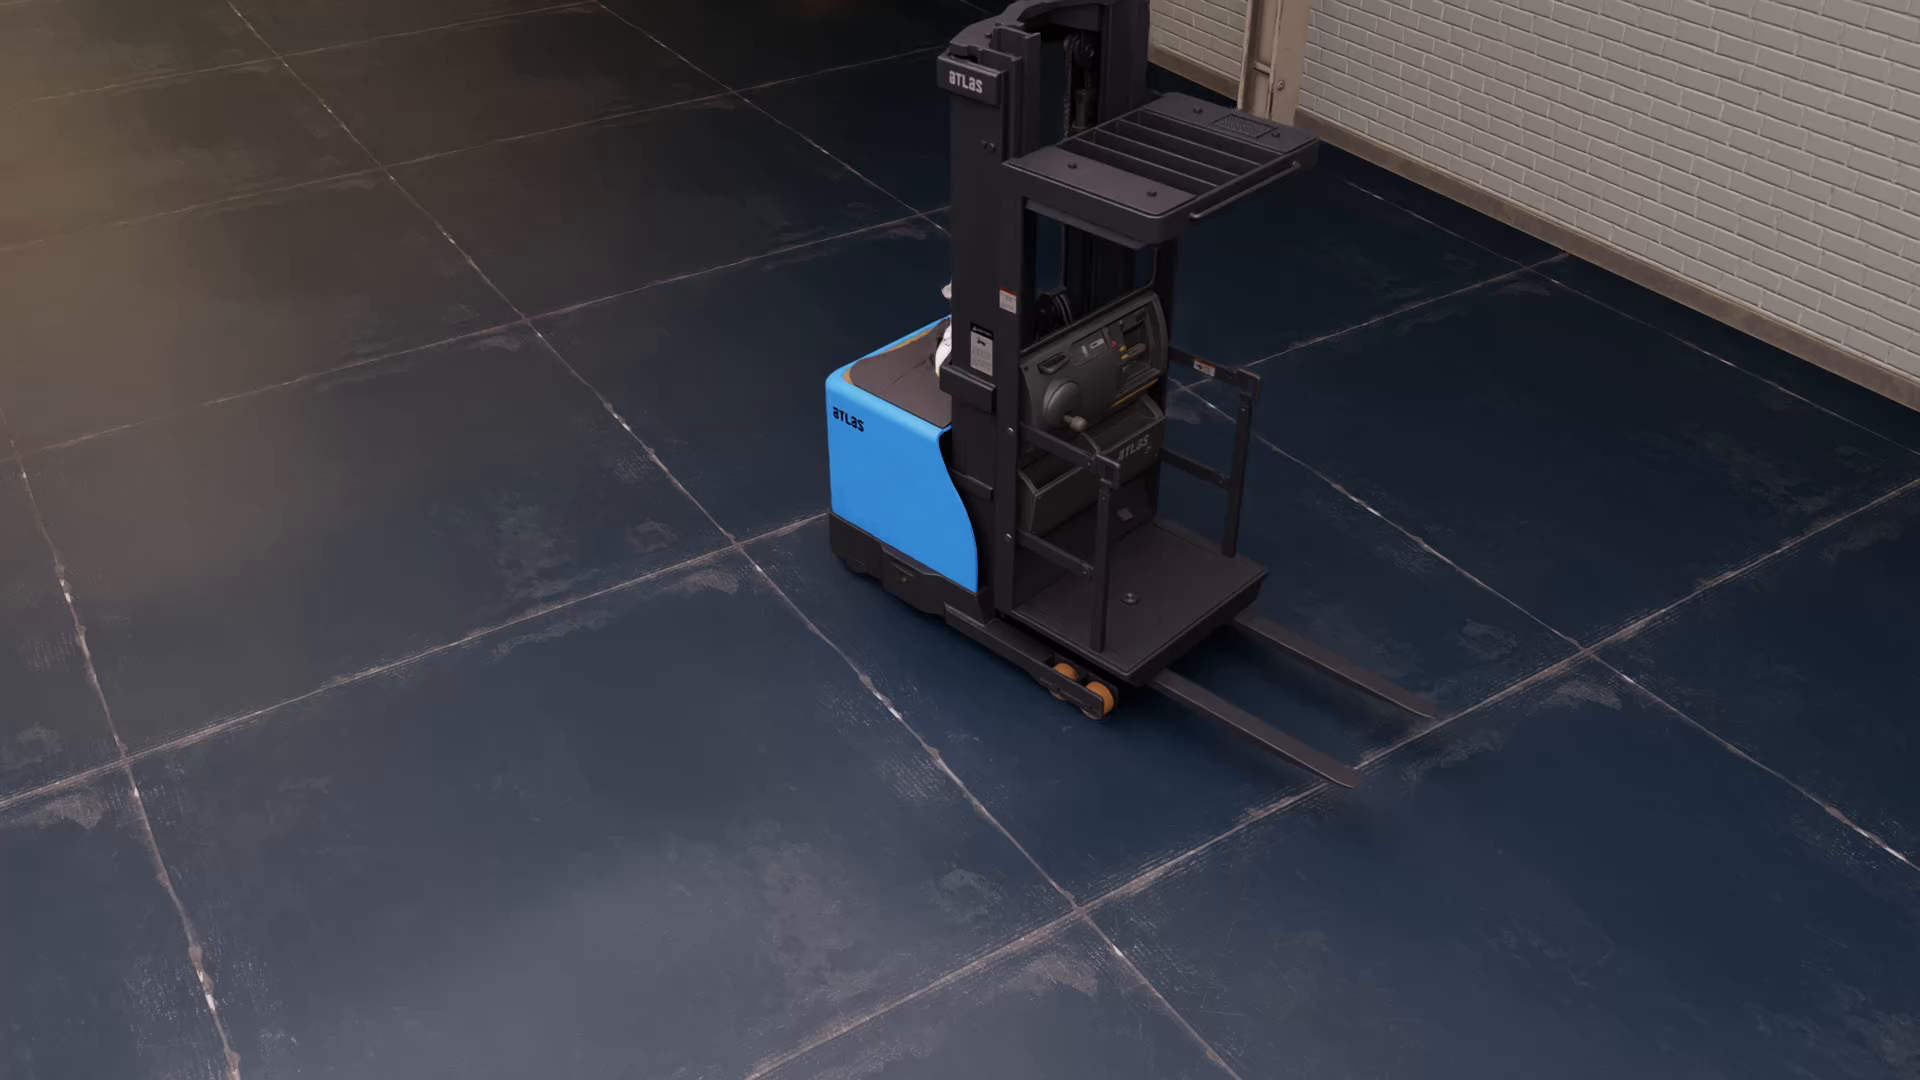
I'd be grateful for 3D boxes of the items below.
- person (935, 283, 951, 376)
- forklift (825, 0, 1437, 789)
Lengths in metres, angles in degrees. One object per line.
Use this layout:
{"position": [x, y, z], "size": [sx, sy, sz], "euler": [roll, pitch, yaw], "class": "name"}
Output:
{"position": [0.129, -0.566, 8.127], "size": [0.775, 1.508, 0.521], "euler": [-24, 42, -30], "class": "person"}
{"position": [0.754, -0.729, 7.185], "size": [3.031, 2.935, 1.130], "euler": [28, 44, 34], "class": "forklift"}
